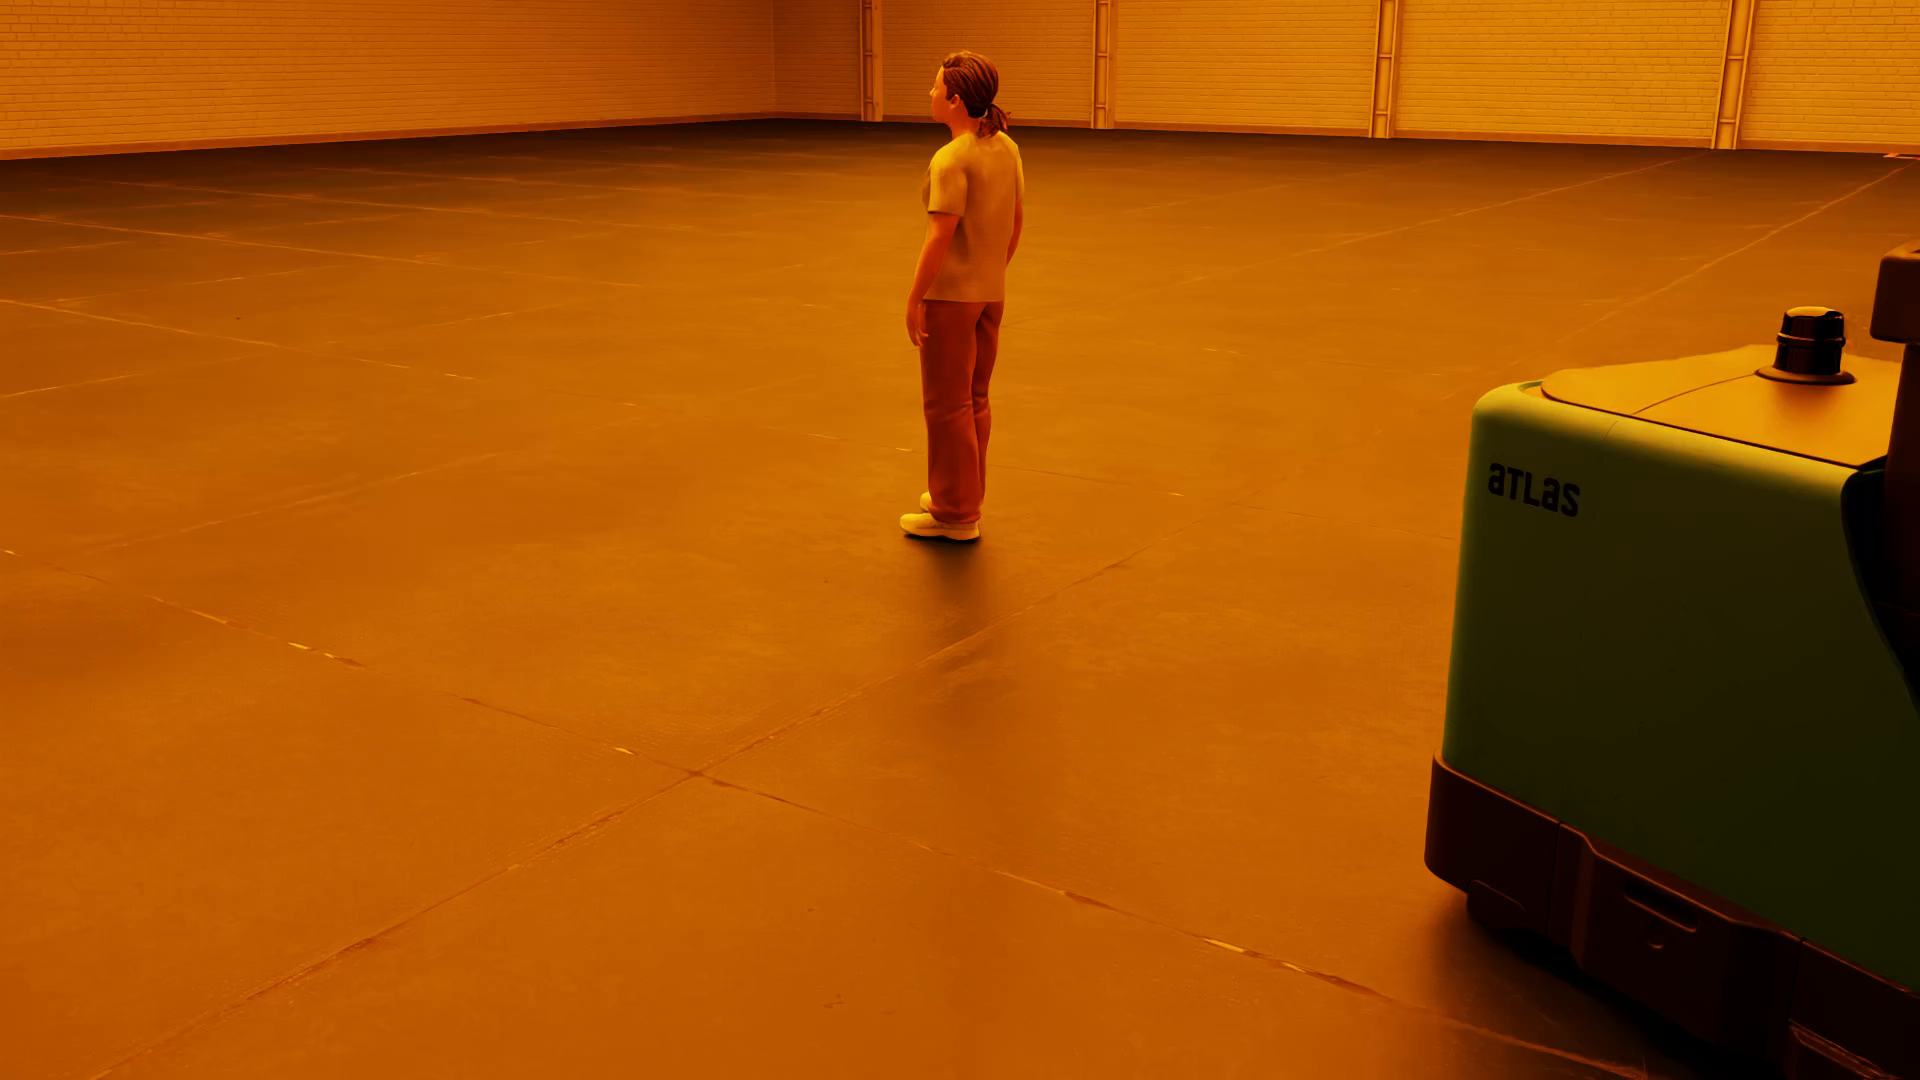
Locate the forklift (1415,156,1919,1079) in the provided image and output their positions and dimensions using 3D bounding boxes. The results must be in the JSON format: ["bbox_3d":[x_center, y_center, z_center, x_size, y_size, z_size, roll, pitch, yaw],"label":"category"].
[{"bbox_3d":[2.126,-0.378,2.097,1.130,2.935,3.031,-9,19,-29],"label":"forklift"}]

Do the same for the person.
[{"bbox_3d":[-0.054,-0.824,5.756,0.549,1.676,0.553,11,20,33],"label":"person"}]
